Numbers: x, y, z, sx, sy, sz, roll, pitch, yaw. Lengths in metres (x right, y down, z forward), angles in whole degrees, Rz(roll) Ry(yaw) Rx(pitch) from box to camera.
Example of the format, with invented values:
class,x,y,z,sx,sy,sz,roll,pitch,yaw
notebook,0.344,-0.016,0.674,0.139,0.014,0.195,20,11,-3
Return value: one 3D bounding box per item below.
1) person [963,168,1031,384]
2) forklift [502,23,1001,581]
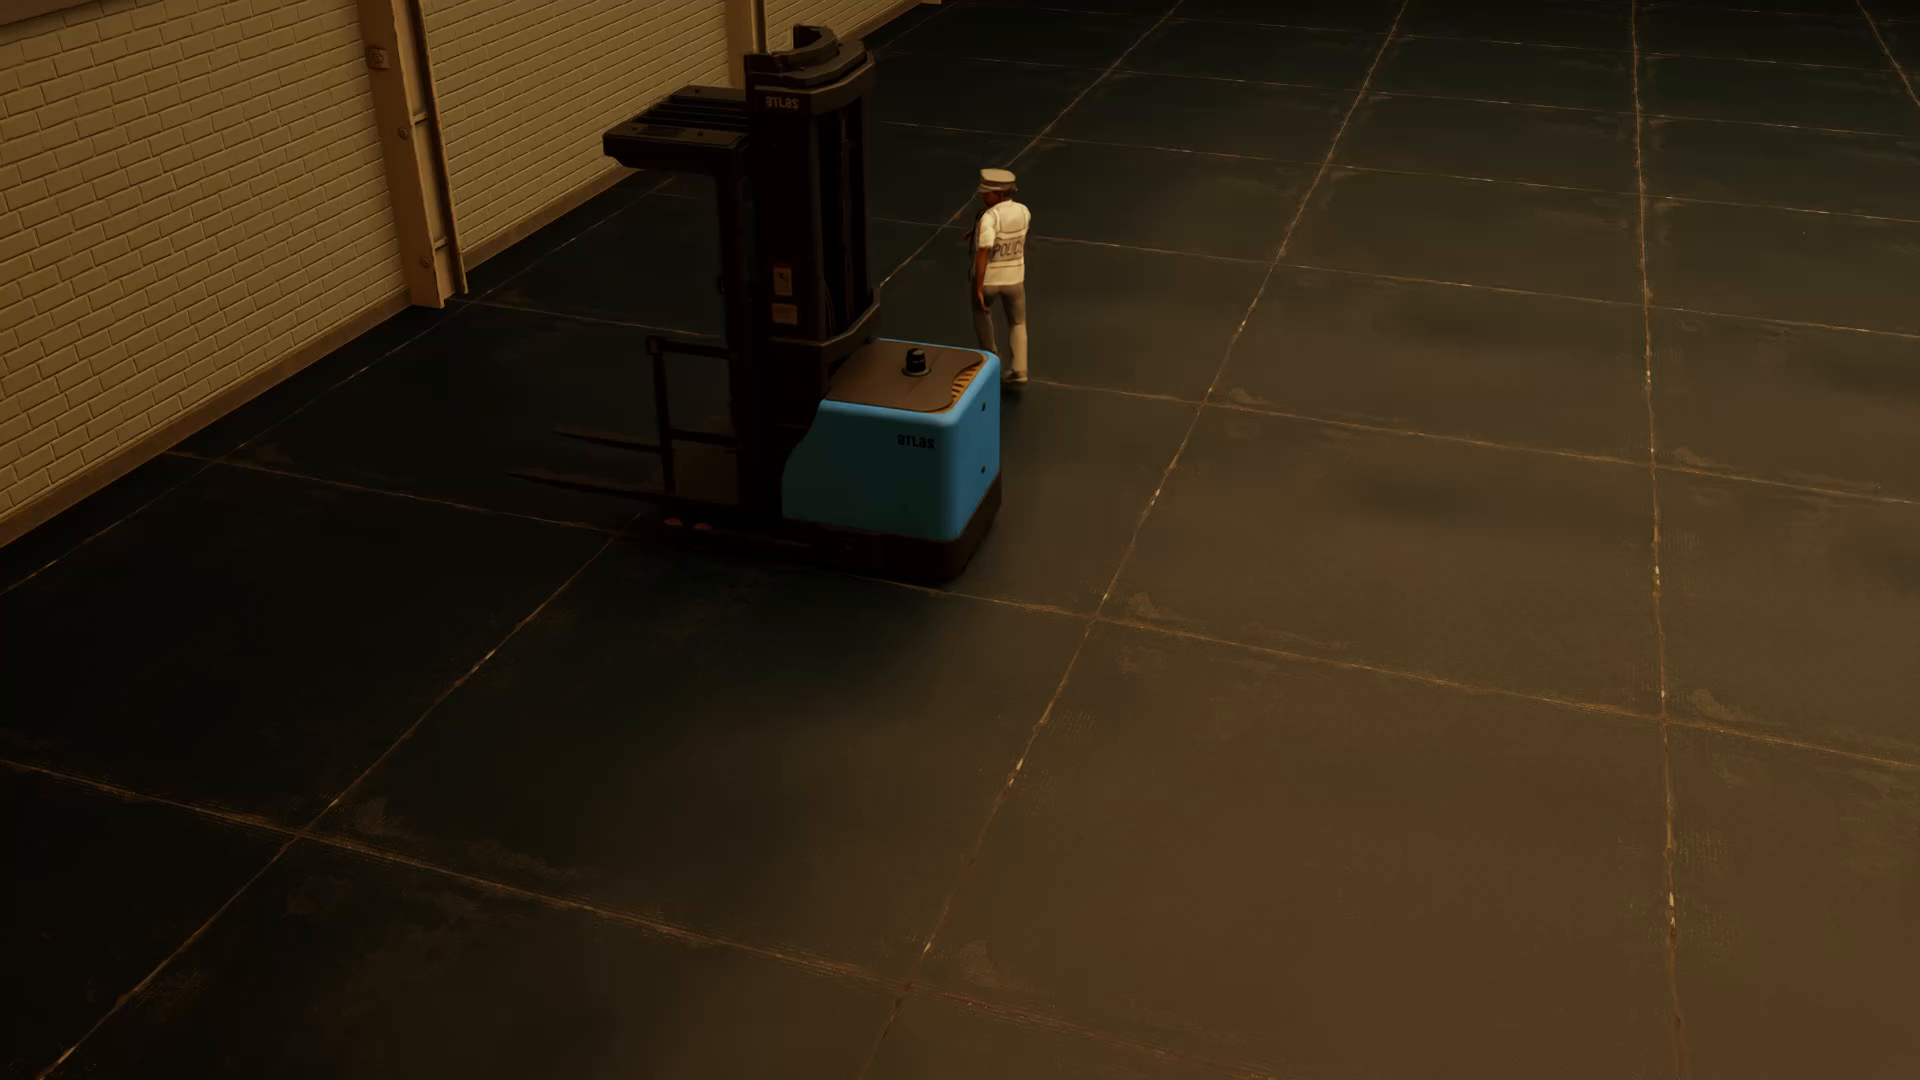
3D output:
class,x,y,z,sx,sy,sz,roll,pitch,yaw
person,0.265,-1.848,11.780,0.493,1.583,0.821,-8,31,-13
forklift,-1.321,-1.448,9.676,3.031,2.935,1.130,9,31,15
